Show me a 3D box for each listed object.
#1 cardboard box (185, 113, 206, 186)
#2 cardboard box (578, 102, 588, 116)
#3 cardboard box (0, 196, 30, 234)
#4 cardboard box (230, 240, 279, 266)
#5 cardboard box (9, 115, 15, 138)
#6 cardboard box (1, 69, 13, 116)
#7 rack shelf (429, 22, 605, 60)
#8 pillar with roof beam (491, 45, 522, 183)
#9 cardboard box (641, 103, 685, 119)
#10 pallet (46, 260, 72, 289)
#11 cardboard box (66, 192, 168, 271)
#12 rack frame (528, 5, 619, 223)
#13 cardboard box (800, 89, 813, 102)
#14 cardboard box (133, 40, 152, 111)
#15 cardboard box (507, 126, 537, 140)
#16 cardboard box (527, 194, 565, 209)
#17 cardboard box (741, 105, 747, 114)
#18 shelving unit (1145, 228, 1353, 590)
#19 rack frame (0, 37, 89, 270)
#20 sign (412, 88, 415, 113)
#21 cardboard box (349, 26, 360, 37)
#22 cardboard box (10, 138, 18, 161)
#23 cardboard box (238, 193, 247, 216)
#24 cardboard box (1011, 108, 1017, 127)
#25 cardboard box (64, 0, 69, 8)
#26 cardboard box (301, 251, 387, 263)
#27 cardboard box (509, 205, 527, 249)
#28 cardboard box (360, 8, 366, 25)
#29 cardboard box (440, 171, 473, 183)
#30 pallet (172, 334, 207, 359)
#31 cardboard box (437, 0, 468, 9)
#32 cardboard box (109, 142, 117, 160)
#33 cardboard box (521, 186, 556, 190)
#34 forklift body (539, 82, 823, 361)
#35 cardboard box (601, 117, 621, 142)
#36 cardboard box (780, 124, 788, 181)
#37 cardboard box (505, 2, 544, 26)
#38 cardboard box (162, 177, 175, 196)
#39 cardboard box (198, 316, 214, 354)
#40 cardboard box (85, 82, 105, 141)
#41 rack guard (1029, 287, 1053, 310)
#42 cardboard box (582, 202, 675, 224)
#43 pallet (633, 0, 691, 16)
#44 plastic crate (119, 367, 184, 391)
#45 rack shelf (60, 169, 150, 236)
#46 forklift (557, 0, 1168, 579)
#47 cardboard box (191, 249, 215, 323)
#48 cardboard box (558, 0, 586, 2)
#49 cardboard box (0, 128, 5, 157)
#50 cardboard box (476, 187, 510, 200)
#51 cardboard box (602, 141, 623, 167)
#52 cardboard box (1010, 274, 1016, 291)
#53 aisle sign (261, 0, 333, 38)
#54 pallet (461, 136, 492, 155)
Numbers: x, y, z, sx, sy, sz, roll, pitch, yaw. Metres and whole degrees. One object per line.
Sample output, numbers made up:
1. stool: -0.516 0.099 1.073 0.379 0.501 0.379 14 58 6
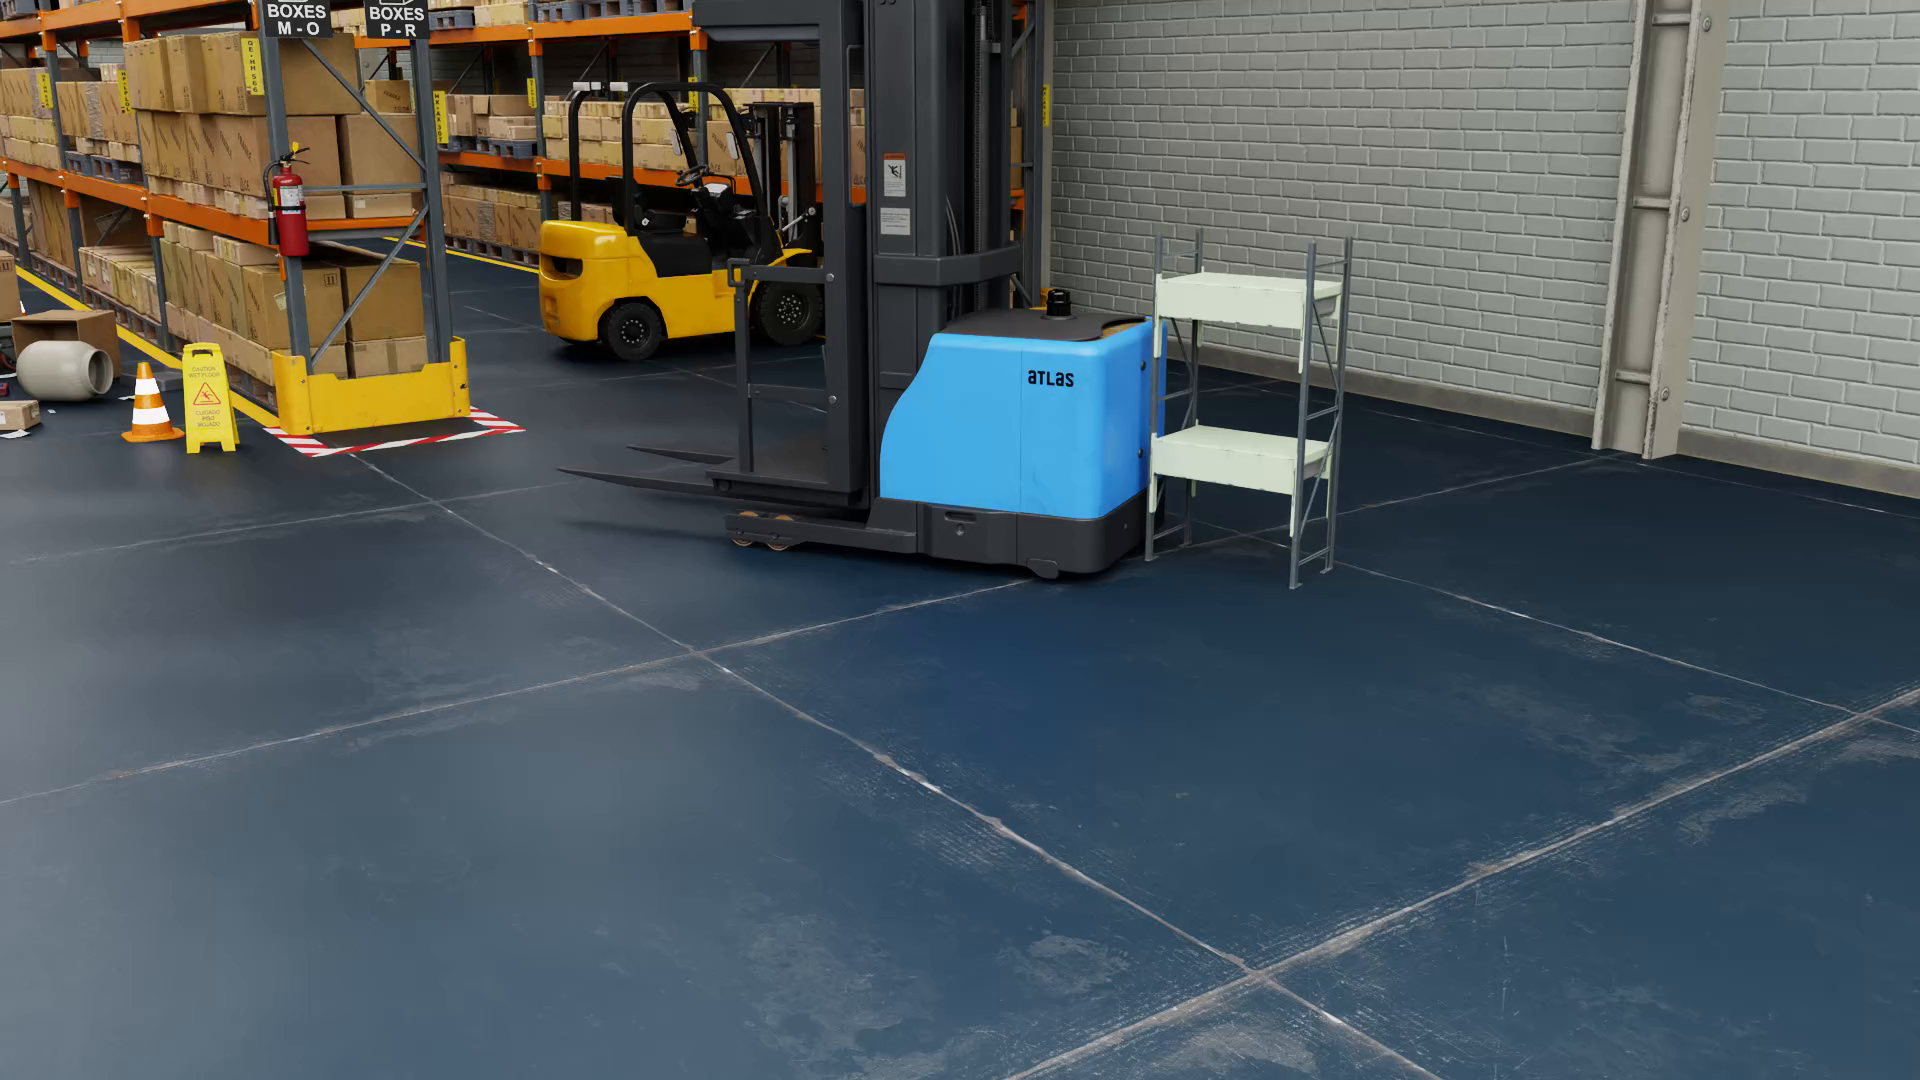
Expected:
1. cardboard box: -5.188 -2.801 11.875 0.500 0.500 0.500 -11 19 -34
2. cardboard box: -4.029 -4.775 18.423 0.380 0.149 0.250 -11 19 -34
3. cardboard box: -12.720 -4.468 22.776 0.875 0.438 0.875 -12 19 -36
4. cardboard box: -4.733 -1.959 11.317 0.380 0.149 0.250 -10 18 -33
5. cardboard box: -10.477 -4.696 18.890 0.500 0.250 0.500 -11 18 -34
6. cardboard box: -10.489 -5.060 18.798 0.500 0.500 0.500 -11 19 -35
7. rack shelf: -5.648 -6.216 20.787 1.077 0.370 4.000 -11 19 -35
8. pillar with roof beam: -9.986 -8.058 20.470 9.100 9.000 0.400 -11 19 -35
9. cardboard box: -3.030 -4.383 16.991 0.380 0.149 0.250 -12 19 -36
10. pallet: -9.601 -3.014 18.687 1.003 0.211 1.213 -11 19 -35
11. cardboard box: -8.824 -3.256 17.521 0.875 0.875 0.875 -11 19 -35
12. rack frame: -4.472 -4.689 19.528 1.000 3.000 0.127 -11 19 -35
13. cardboard box: -1.190 -3.913 14.707 0.380 0.149 0.250 -11 19 -34
14. cardboard box: -5.767 -3.498 12.528 0.700 0.500 0.500 -11 19 -34
15. cardboard box: -5.169 -4.852 19.800 0.380 0.149 0.250 -10 18 -34
16. cardboard box: -4.967 -4.065 19.958 0.380 0.149 0.250 -12 19 -37
17. cardboard box: -1.816 -3.981 15.522 0.380 0.149 0.250 -11 19 -35
18. shelving unit: 1.279 -0.606 7.450 0.755 1.500 0.431 11 19 35
19. rack frame: -10.837 -4.772 19.831 1.000 3.000 0.127 -11 19 -35
20. sign: -7.258 -5.875 22.221 0.100 0.325 0.005 -11 19 -35
21. cardboard box: -8.641 -7.386 24.173 0.380 0.149 0.250 -11 19 -35
22. cardboard box: -10.486 -4.455 18.955 0.500 0.250 0.500 -11 19 -36
23. cardboard box: -4.546 -2.230 11.019 0.380 0.149 0.250 -11 19 -35
24. cardboard box: 0.242 -3.455 13.599 0.380 0.149 0.250 -11 19 -36
25. cardboard box: -8.287 -5.152 15.790 0.396 0.266 0.258 -11 19 -35
26. cardboard box: -4.357 -1.779 11.887 0.500 0.500 0.500 -12 19 -37
27. cardboard box: -5.180 -3.852 20.407 0.500 0.500 0.500 -11 19 -35
28. cardboard box: -8.207 -7.455 23.671 0.500 0.250 0.500 -11 19 -35
29. cardboard box: -6.779 -4.888 22.402 0.380 0.149 0.250 -11 19 -35
30. pallet: -5.709 -1.581 13.453 1.003 0.211 1.213 -11 19 -35
31. cardboard box: -6.367 -6.777 20.963 0.380 0.149 0.250 -11 19 -35
32. cardboard box: -7.133 -3.375 14.405 0.380 0.149 0.250 -11 19 -34
33. cardboard box: -5.455 -4.491 21.514 0.380 0.149 0.250 -12 19 -37
34. forklift body: -2.359 -2.694 13.843 2.313 2.155 1.214 -11 19 -35
35. cardboard box: -3.501 -4.399 17.803 0.500 0.250 0.500 -11 19 -34
36. cardboard box: -1.452 -3.532 15.108 0.500 0.500 0.500 -11 19 -35
37. cardboard box: -4.970 -6.136 19.414 0.500 0.250 0.500 -12 19 -36
38. cardboard box: -6.017 -2.780 13.027 0.380 0.149 0.250 -10 18 -33
39. cardboard box: -5.367 -1.547 12.461 0.500 0.250 0.500 -11 19 -35
40. cardboard box: -7.490 -3.850 14.912 0.500 0.500 0.500 -12 19 -37
41. rack guard: 0.246 -1.770 13.598 1.175 0.500 0.348 -11 19 -35
42. cardboard box: -3.726 -3.473 18.786 0.875 0.625 0.625 -10 18 -33
43. pallet: -2.649 -5.376 16.717 0.805 0.209 1.217 -12 19 -37
44. plastic crate: -5.873 -1.193 12.285 0.583 0.080 0.402 10 18 33
45. rack shelf: -7.309 -3.144 15.244 1.077 0.370 4.000 -11 19 -35
46. forklift: -0.567 -1.482 7.938 3.031 2.935 1.130 7 17 24
47. cardboard box: -5.377 -1.911 12.368 0.500 0.500 0.500 -10 18 -32
48. cardboard box: -4.494 -6.371 19.519 0.380 0.149 0.250 -11 19 -34
49. cardboard box: -11.316 -4.880 20.034 0.500 0.500 0.500 -11 19 -34
50. cardboard box: -6.010 -4.466 21.424 0.380 0.149 0.250 -10 18 -33
51. cardboard box: -3.505 -4.156 17.864 0.500 0.250 0.500 -10 18 -33
52. cardboard box: 0.123 -2.231 14.012 0.500 0.250 0.500 -10 18 -34
53. aisle sign: -3.979 -3.406 9.912 0.394 0.787 0.004 -11 19 -35
54. pallet: -5.619 -5.011 21.068 1.003 0.211 1.213 -11 19 -35
